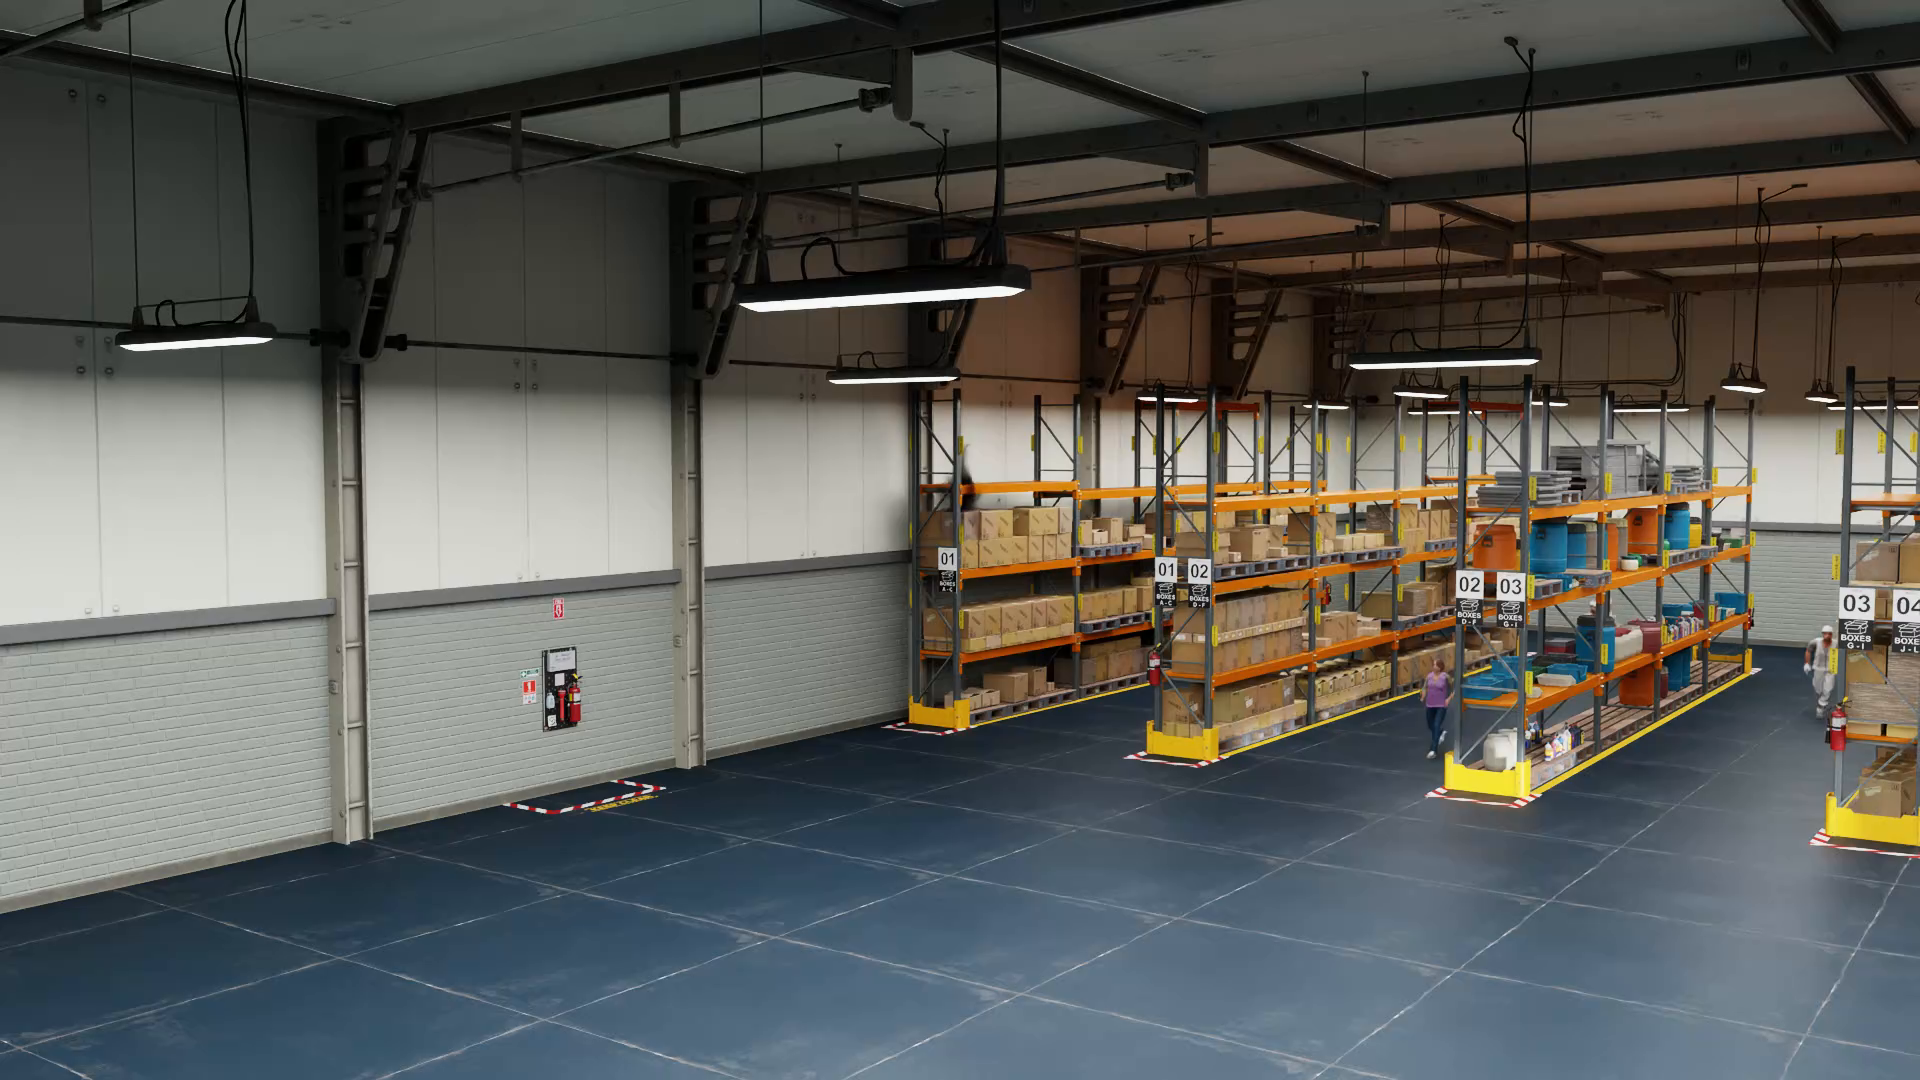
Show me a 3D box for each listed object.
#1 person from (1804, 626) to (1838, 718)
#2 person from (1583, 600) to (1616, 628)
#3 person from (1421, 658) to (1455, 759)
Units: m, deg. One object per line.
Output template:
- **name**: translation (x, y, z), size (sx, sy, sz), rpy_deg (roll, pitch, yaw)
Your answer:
- **person**: translation (15.894, 2.408, 30.562), size (0.652, 1.715, 0.707), rpy_deg (1, 3, 19)
- **person**: translation (13.248, 2.148, 34.711), size (0.675, 1.812, 0.827), rpy_deg (3, 4, 42)
- **person**: translation (7.710, 2.695, 26.785), size (0.555, 1.589, 0.771), rpy_deg (2, 4, 36)
